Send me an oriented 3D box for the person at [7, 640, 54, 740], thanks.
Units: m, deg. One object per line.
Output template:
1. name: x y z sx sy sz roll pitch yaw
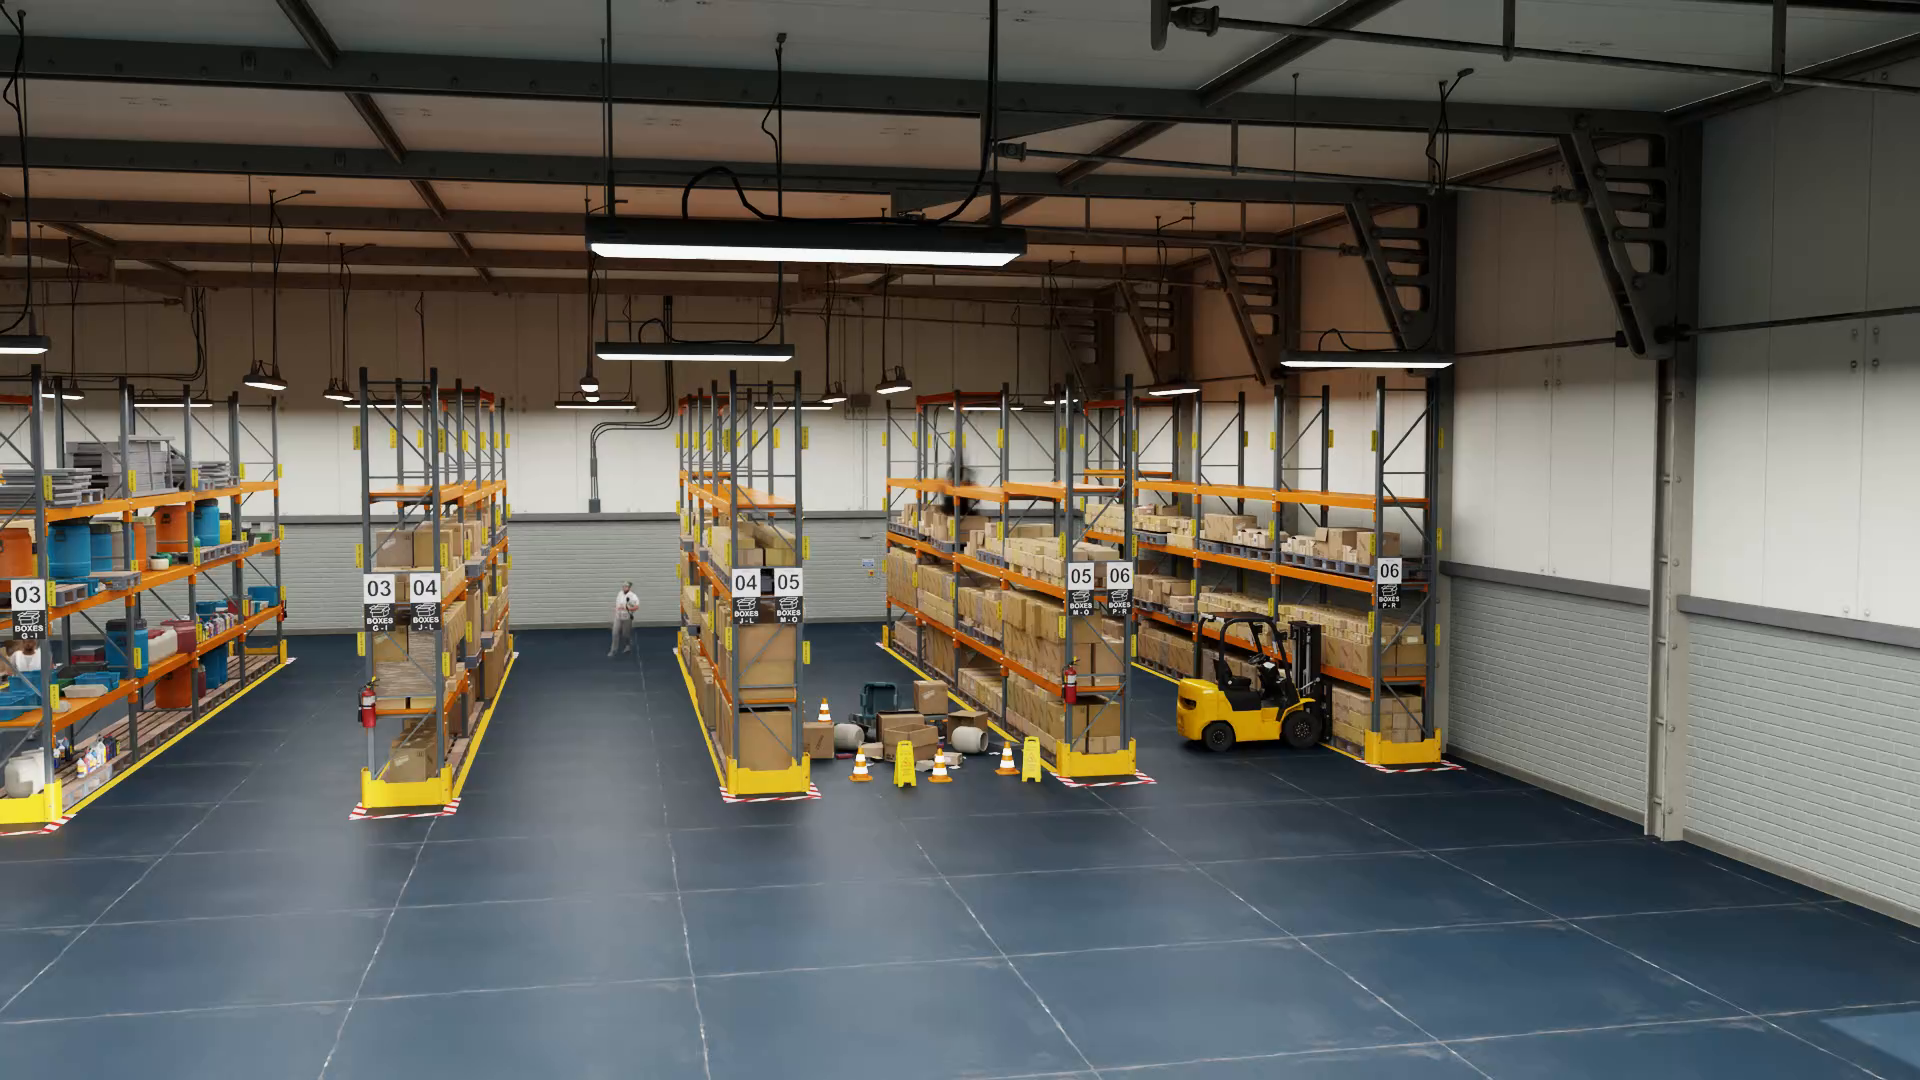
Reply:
1. person: -15.681 2.460 28.056 0.679 1.754 0.803 -1 4 -23

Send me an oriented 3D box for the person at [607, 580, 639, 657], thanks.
1. person: -7.777 1.832 38.858 0.676 1.805 0.896 1 4 19
